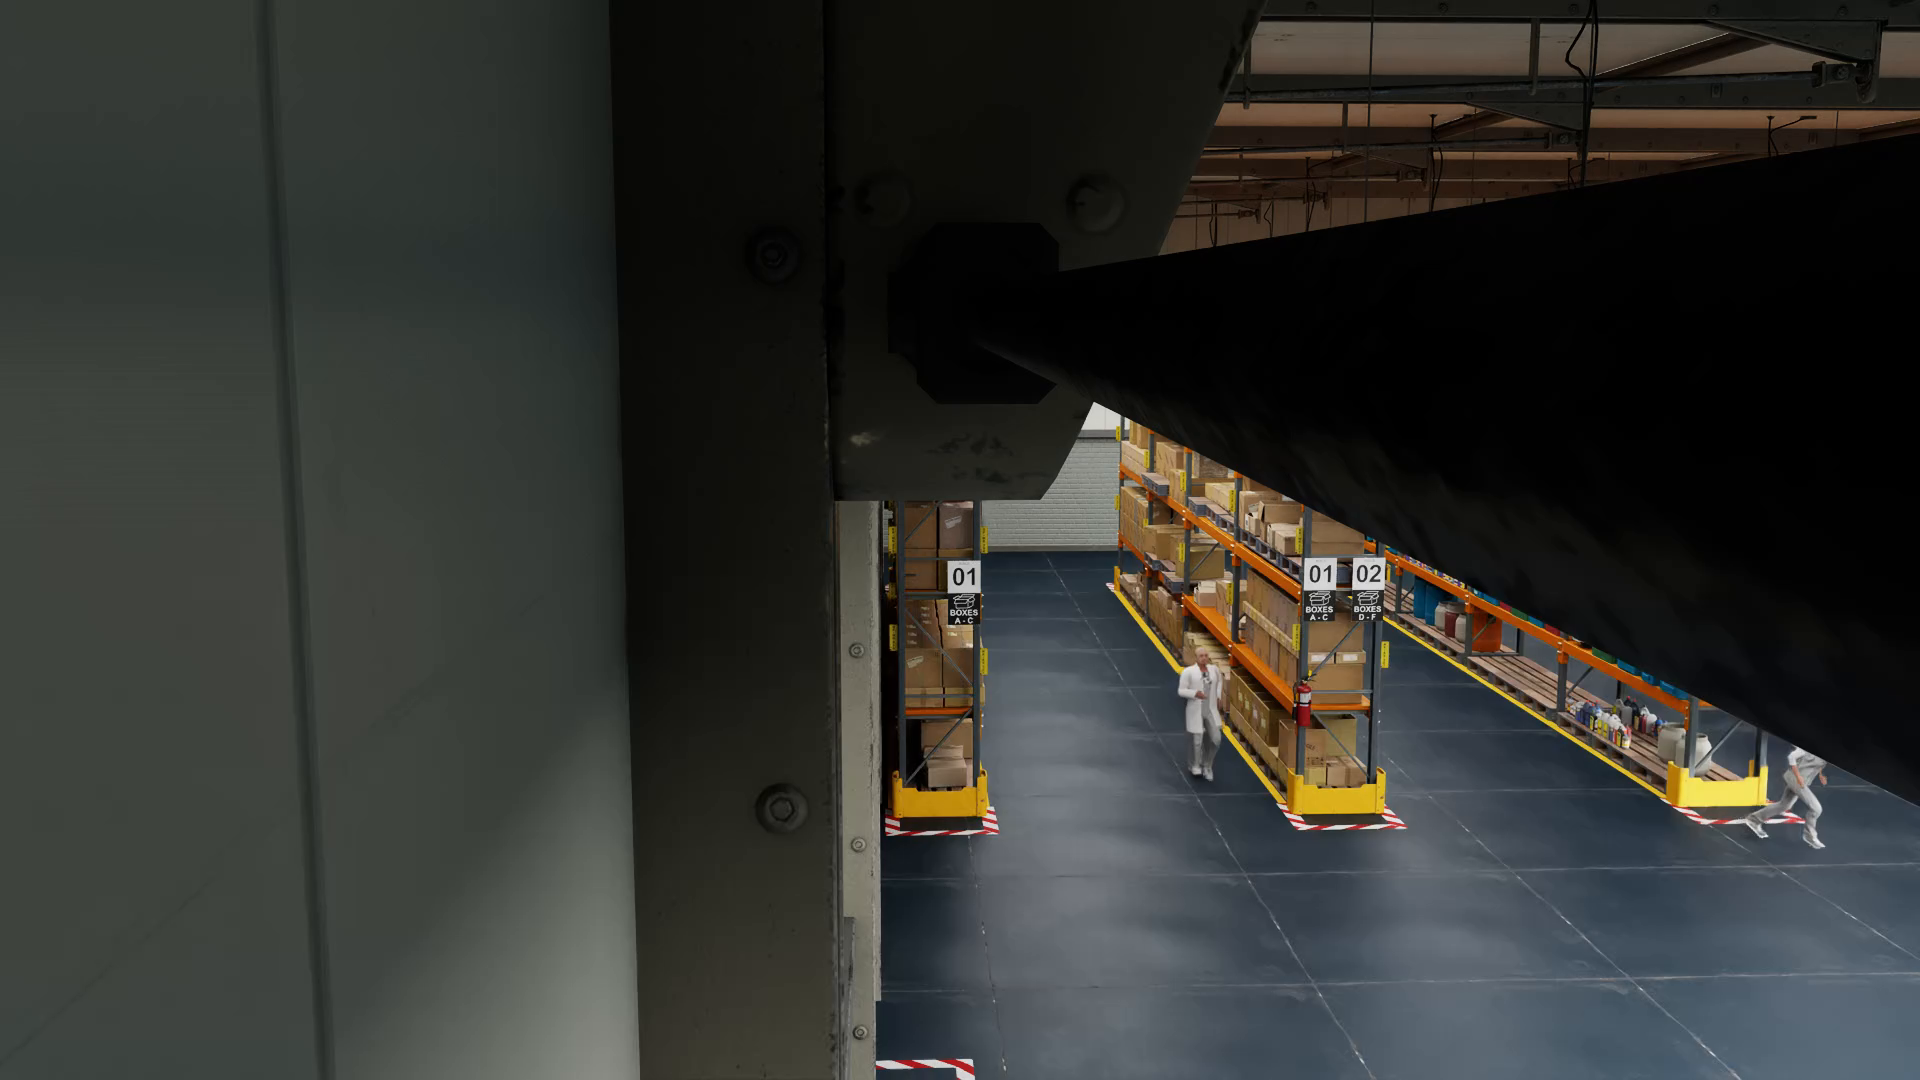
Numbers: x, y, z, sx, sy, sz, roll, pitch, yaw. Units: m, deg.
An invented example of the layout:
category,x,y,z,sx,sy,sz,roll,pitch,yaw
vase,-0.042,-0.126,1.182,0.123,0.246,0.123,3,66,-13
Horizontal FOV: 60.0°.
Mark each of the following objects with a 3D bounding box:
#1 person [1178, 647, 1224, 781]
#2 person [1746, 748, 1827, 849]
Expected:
category,x,y,z,sx,sy,sz,roll,pitch,yaw
person,3.222,2.313,21.987,0.688,1.797,0.724,-2,8,-11
person,9.710,2.838,19.414,0.905,1.489,0.544,8,11,44
